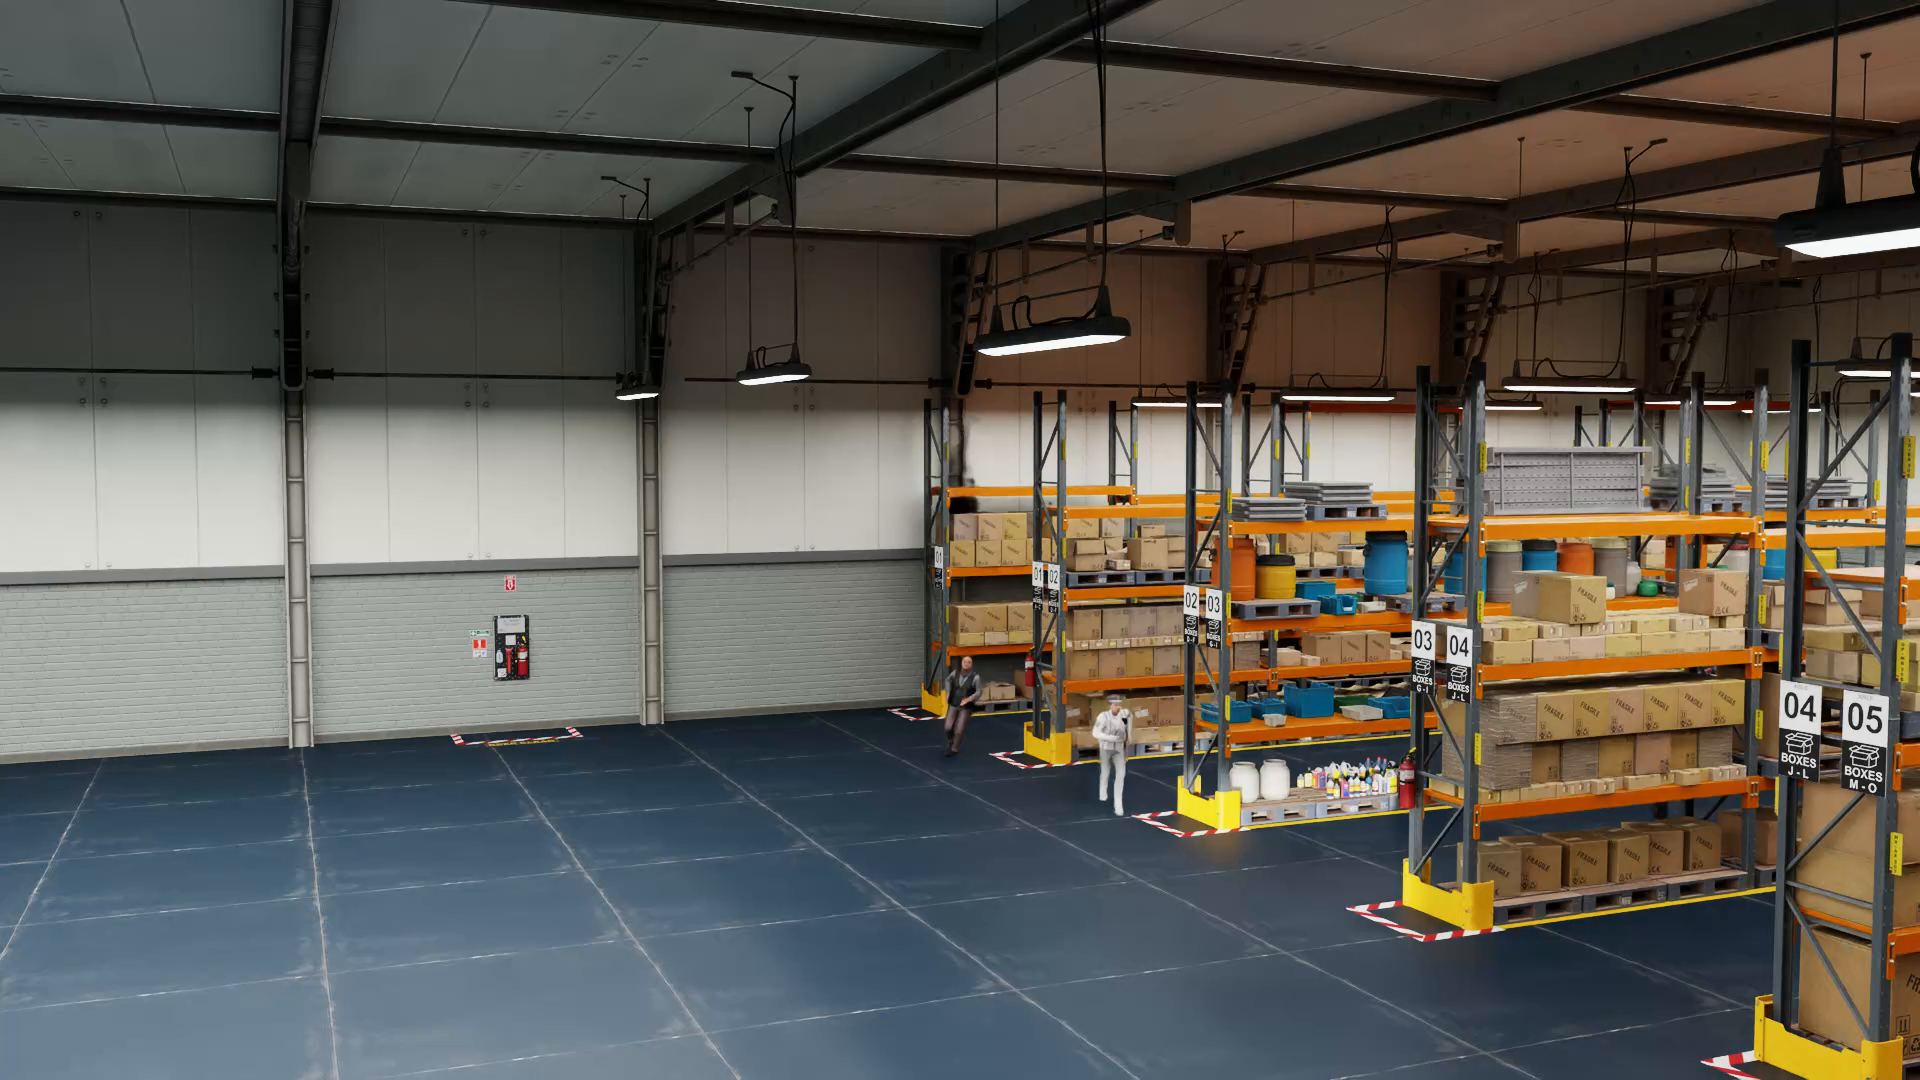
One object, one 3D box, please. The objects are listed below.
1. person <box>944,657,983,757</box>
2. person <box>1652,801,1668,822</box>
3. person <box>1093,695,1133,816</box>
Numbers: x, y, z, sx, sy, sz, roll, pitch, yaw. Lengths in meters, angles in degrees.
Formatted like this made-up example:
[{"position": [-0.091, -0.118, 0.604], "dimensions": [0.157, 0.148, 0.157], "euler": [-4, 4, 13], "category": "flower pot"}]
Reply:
[{"position": [0.039, 2.743, 27.171], "dimensions": [0.679, 1.662, 0.522], "euler": [1, 3, 12], "category": "person"}, {"position": [9.331, 3.051, 22.292], "dimensions": [0.553, 1.617, 0.569], "euler": [-2, 4, -35], "category": "person"}, {"position": [2.140, 2.981, 23.421], "dimensions": [0.646, 1.705, 0.928], "euler": [-1, 3, -11], "category": "person"}]
